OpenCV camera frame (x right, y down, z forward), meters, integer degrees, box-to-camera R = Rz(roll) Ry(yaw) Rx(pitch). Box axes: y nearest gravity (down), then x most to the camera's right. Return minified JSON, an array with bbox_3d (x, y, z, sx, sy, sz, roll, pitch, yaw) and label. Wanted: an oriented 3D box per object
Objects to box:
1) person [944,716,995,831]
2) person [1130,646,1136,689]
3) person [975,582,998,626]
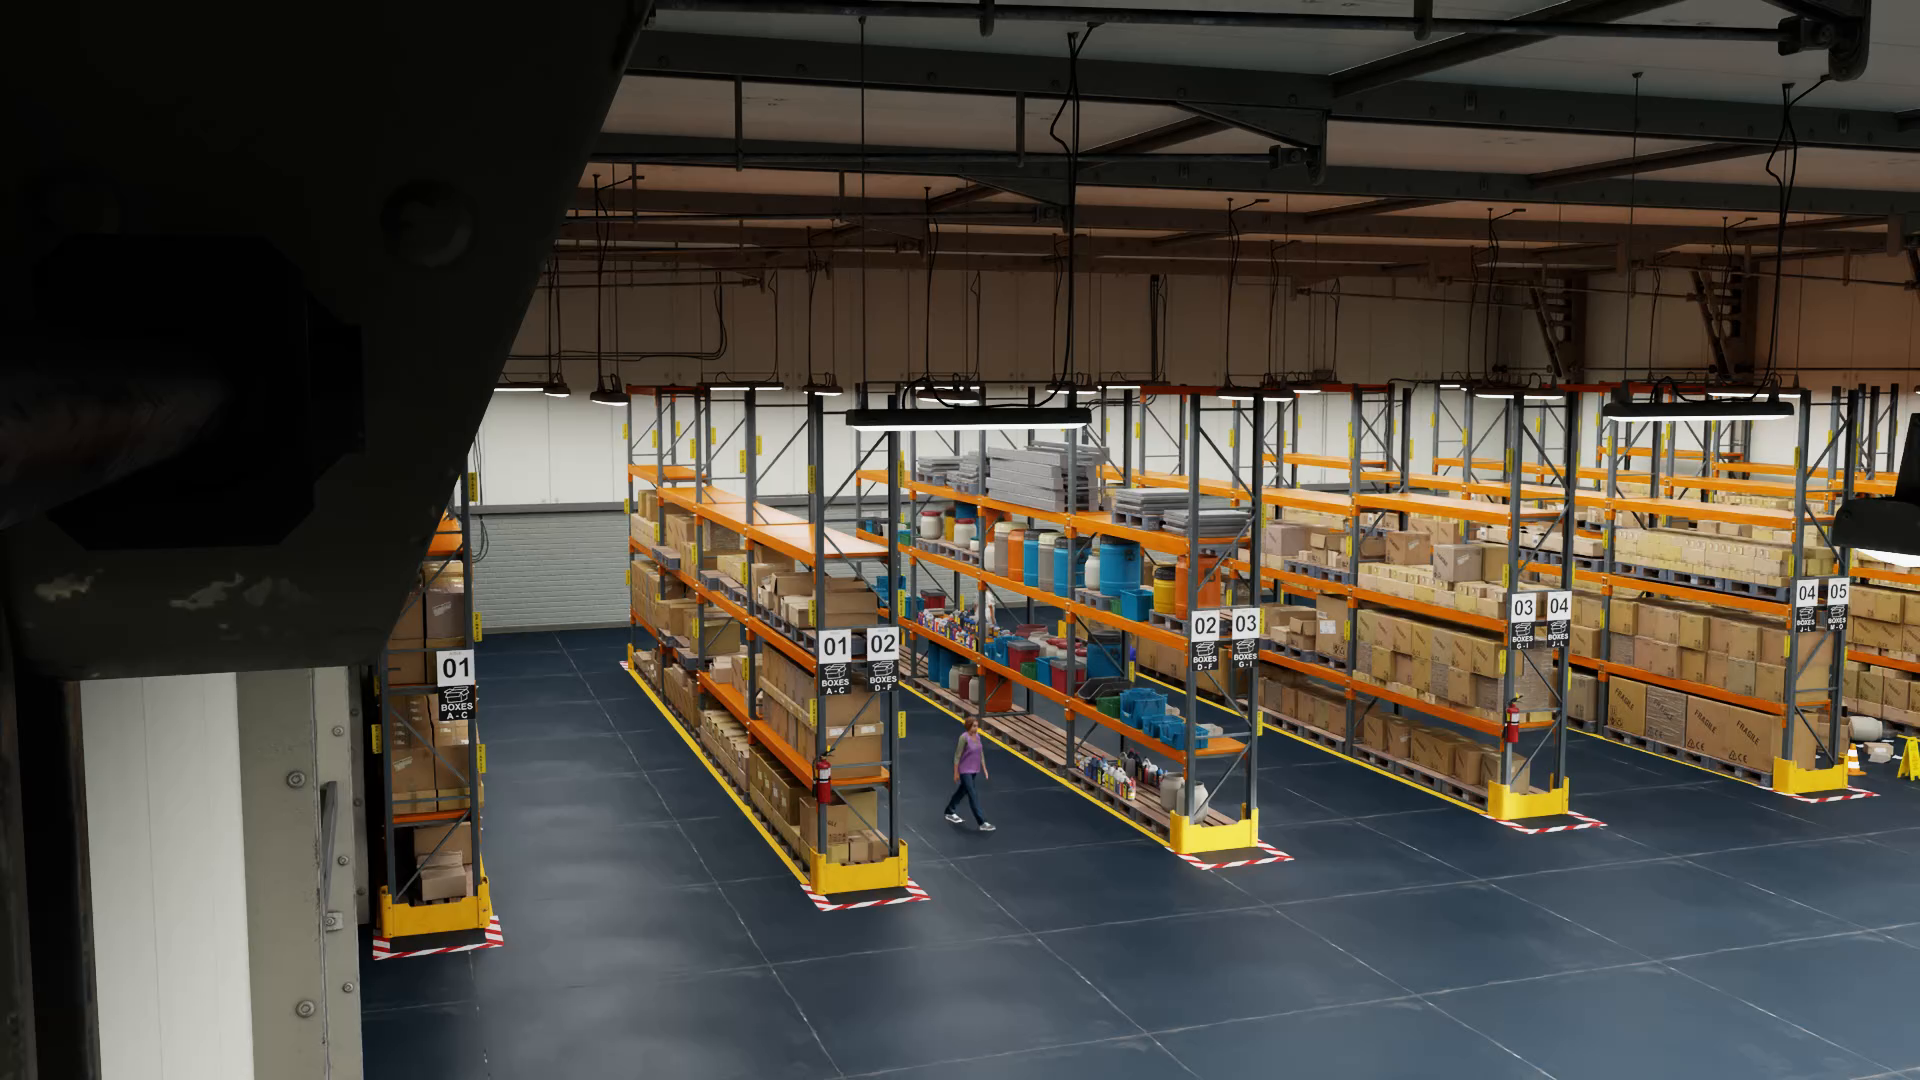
[{"bbox_3d":[0.161,3.184,22.847,0.979,1.539,0.439,4,7,33],"label":"person"},{"bbox_3d":[2.948,2.492,29.549,0.460,1.704,0.595,-3,6,-24],"label":"person"},{"bbox_3d":[0.542,1.655,35.746,0.514,1.624,0.512,5,8,40],"label":"person"}]
